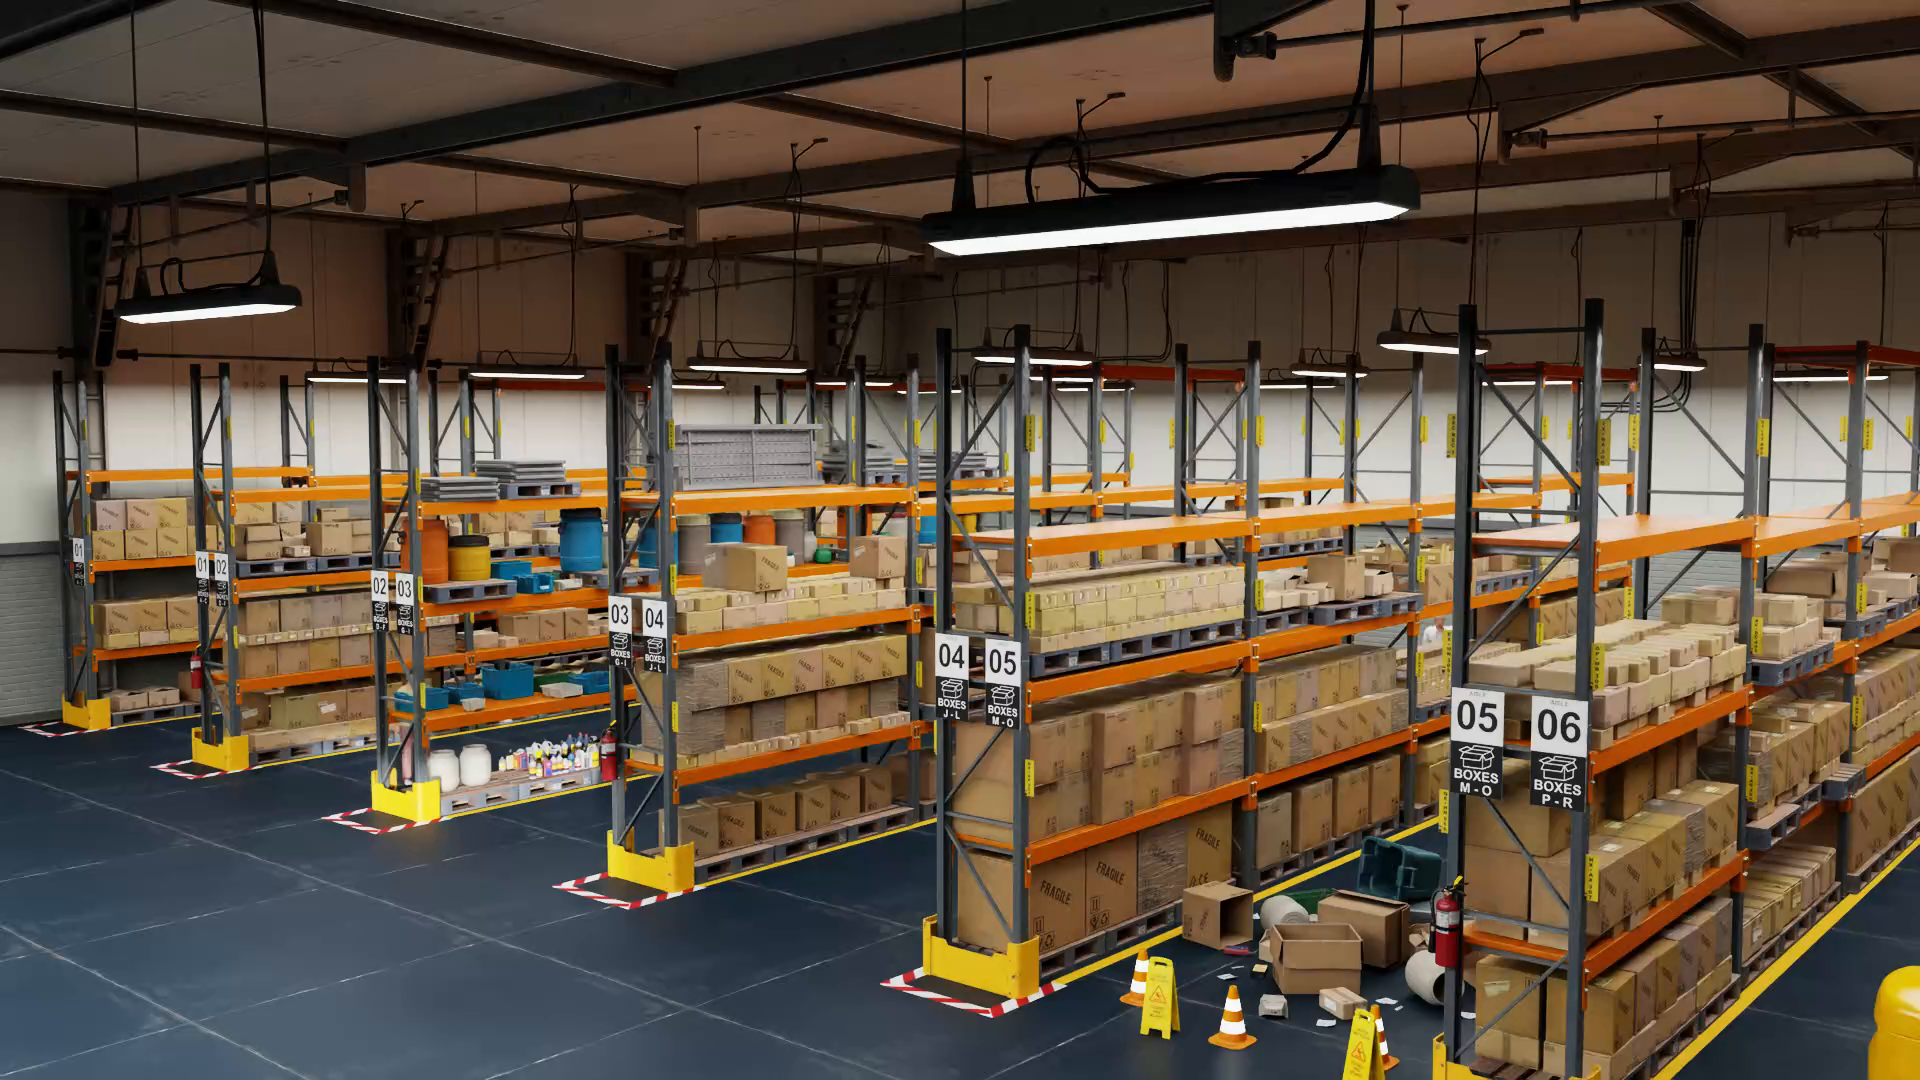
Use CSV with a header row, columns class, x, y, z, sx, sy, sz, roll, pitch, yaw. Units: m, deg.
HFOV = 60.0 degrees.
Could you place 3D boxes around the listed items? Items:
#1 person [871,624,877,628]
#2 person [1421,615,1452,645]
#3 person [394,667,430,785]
class,x,y,z,sx,sy,sz,roll,pitch,yaw
person,-2.146,1.568,38.541,0.680,1.748,0.874,1,4,16
person,8.484,2.162,29.423,0.698,1.794,0.459,1,4,15
person,-7.748,2.653,23.538,0.402,1.714,0.508,4,6,44
